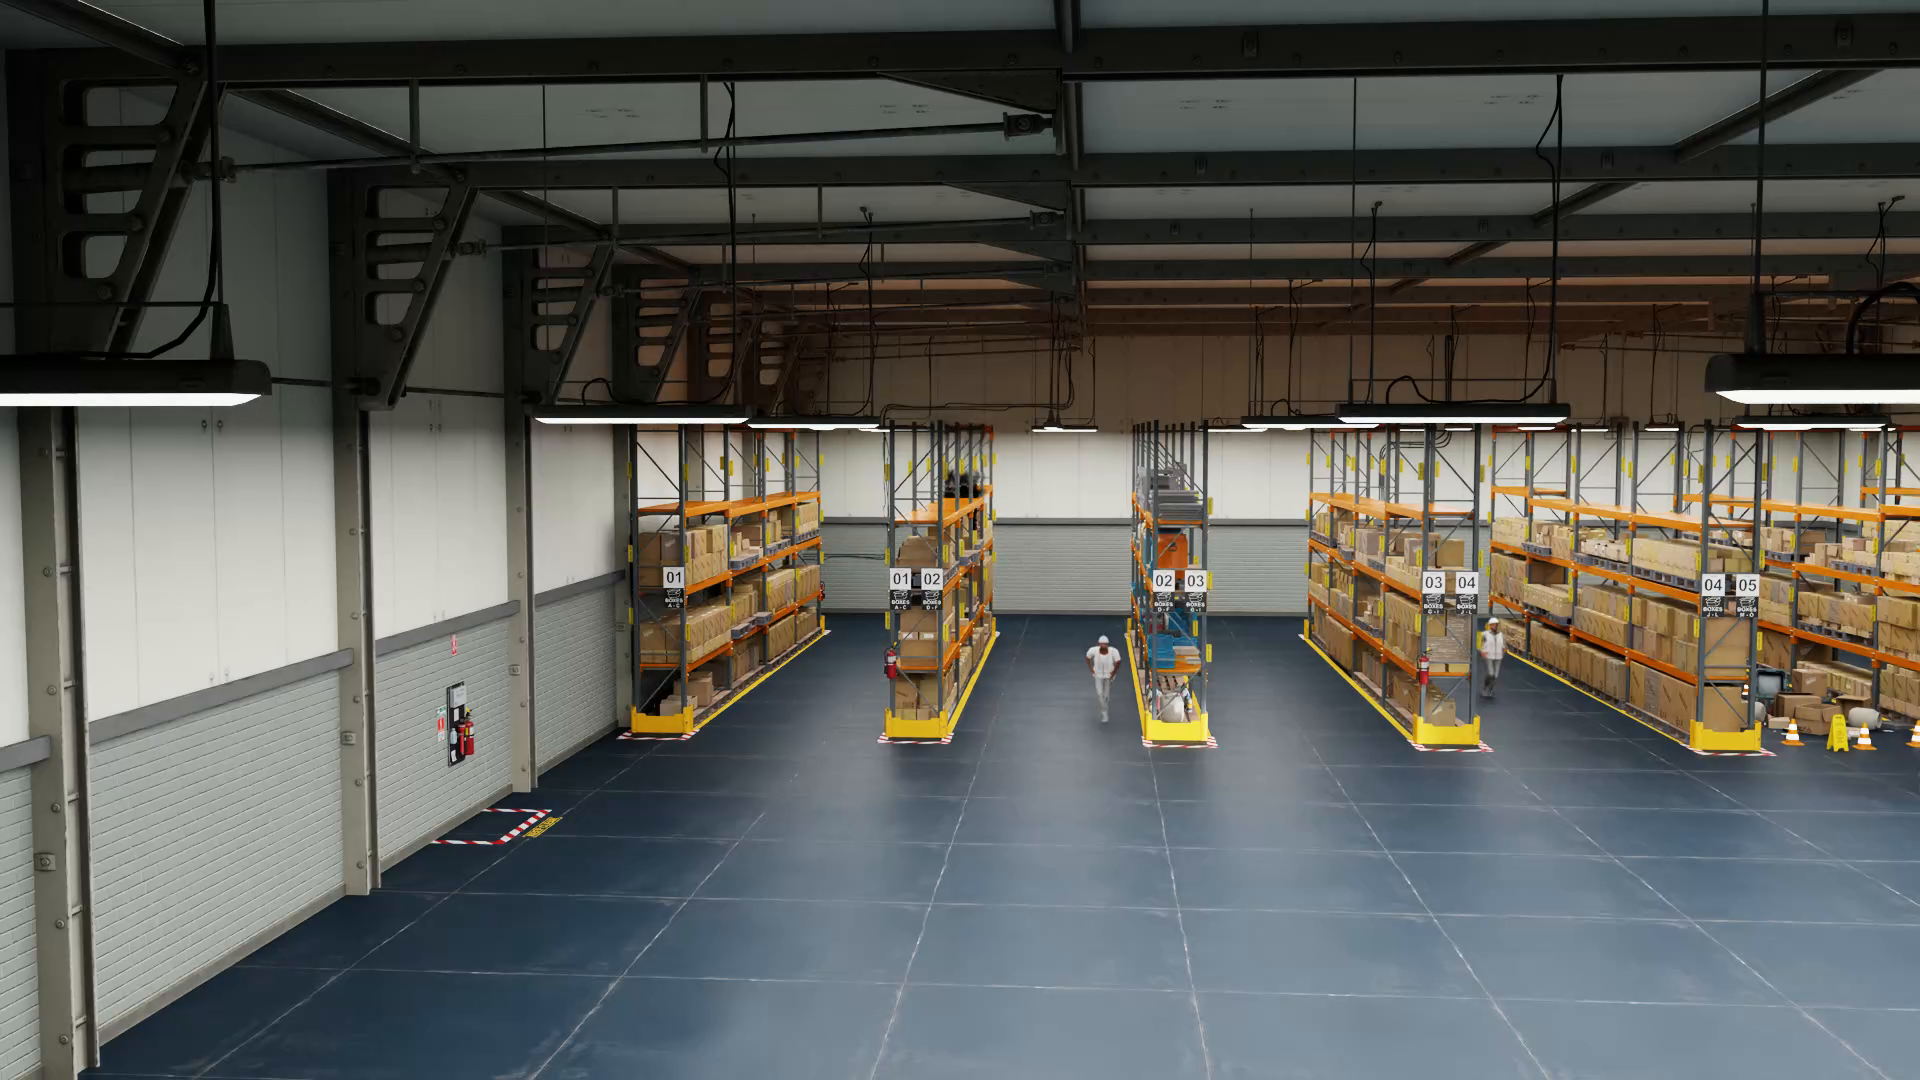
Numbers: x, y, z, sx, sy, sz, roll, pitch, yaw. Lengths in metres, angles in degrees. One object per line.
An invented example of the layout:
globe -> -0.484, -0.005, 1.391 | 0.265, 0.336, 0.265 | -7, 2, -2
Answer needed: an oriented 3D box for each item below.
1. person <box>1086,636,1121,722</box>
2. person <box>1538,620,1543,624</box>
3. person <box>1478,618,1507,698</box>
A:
person -> 2.887, 2.774, 33.535 | 0.706, 1.756, 0.936 | 0, 4, 7
person -> 16.826, 1.806, 47.833 | 0.890, 1.796, 0.640 | -1, 4, -11
person -> 11.552, 2.564, 36.044 | 0.634, 1.753, 0.675 | 0, 4, -5
